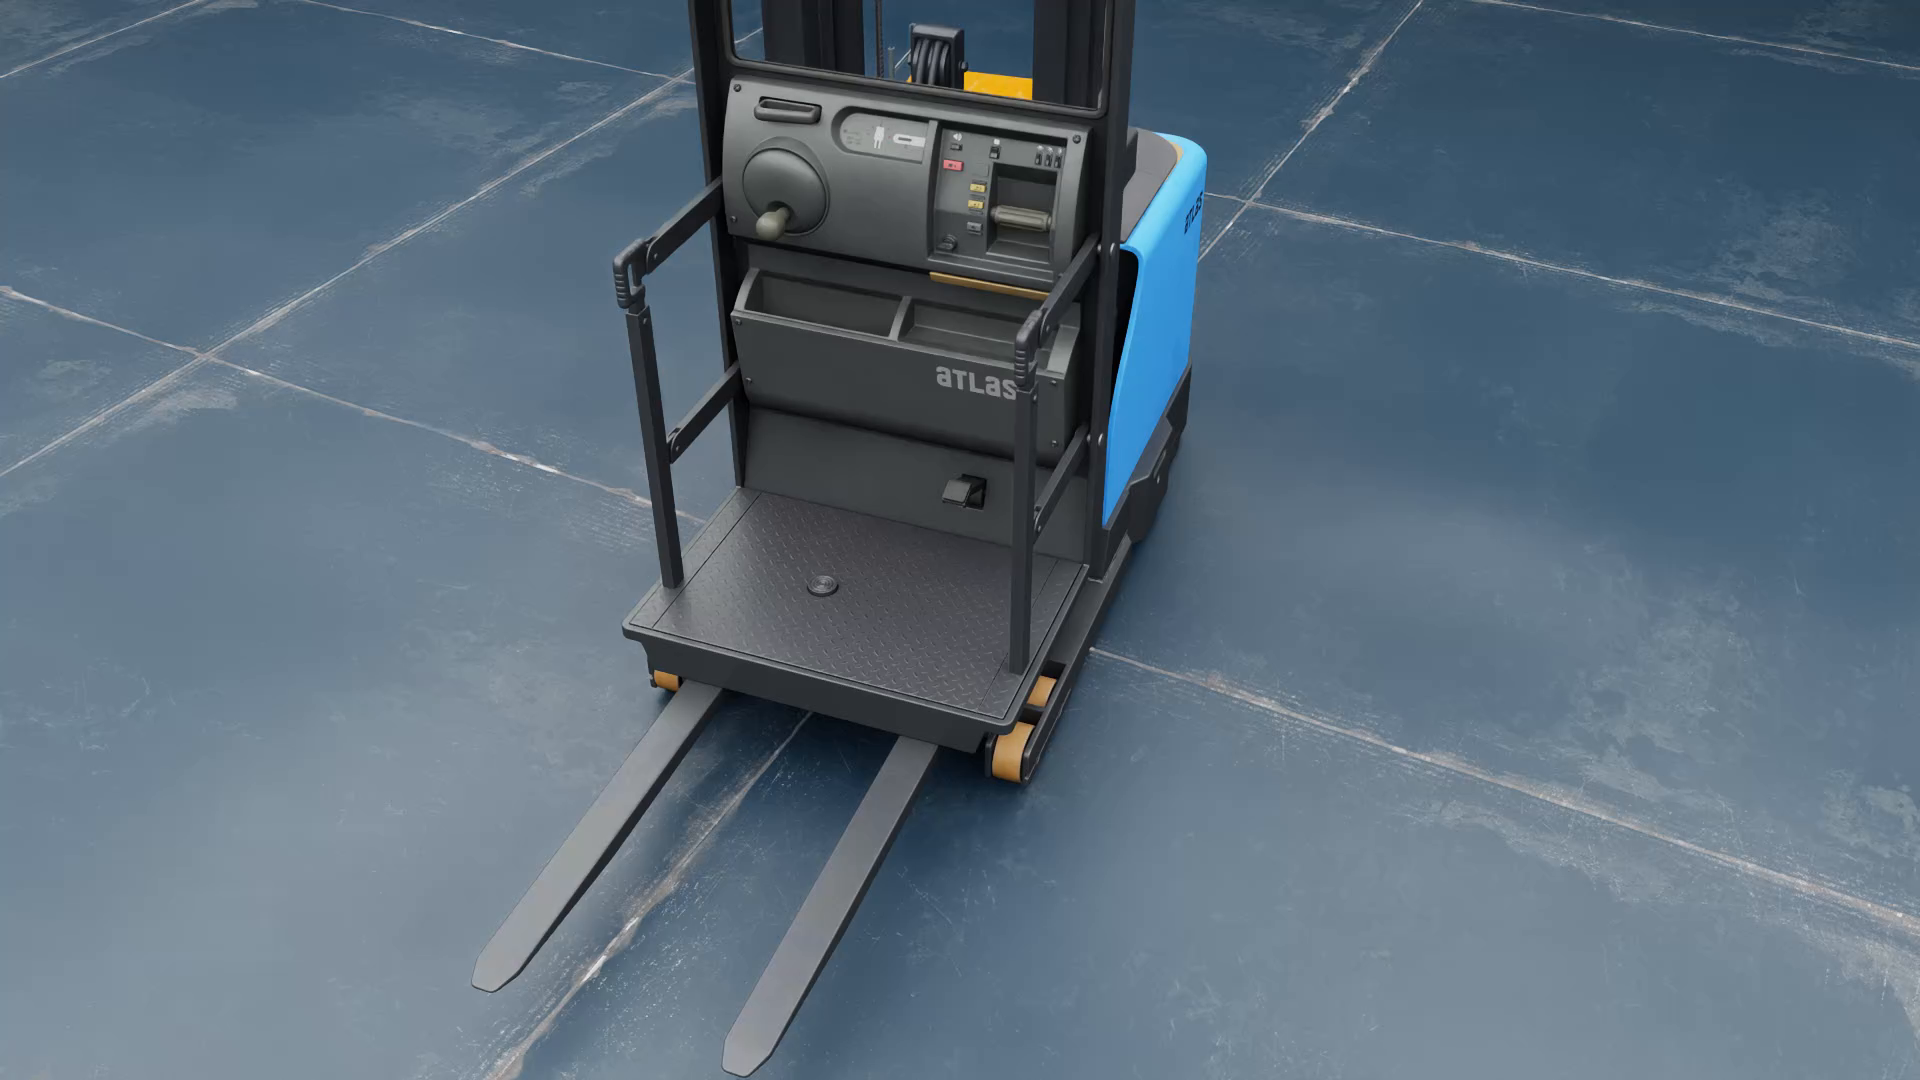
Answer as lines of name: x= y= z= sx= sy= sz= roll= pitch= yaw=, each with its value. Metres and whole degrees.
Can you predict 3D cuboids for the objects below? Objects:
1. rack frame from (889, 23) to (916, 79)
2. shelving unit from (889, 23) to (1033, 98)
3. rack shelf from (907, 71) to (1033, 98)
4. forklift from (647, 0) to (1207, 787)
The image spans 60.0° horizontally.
rack frame: x=-0.188 y=-1.171 z=5.801 sx=0.015 sy=1.200 sz=0.240 roll=11 pitch=38 yaw=14
shelving unit: x=0.046 y=-1.128 z=5.744 sx=0.503 sy=1.200 sz=0.258 roll=11 pitch=38 yaw=14
rack shelf: x=0.046 y=-1.441 z=5.506 sx=0.480 sy=0.148 sz=0.258 roll=11 pitch=38 yaw=14
forklift: x=-0.029 y=-1.095 z=4.321 sx=1.129 sy=2.867 sz=1.939 roll=13 pitch=39 yaw=16
